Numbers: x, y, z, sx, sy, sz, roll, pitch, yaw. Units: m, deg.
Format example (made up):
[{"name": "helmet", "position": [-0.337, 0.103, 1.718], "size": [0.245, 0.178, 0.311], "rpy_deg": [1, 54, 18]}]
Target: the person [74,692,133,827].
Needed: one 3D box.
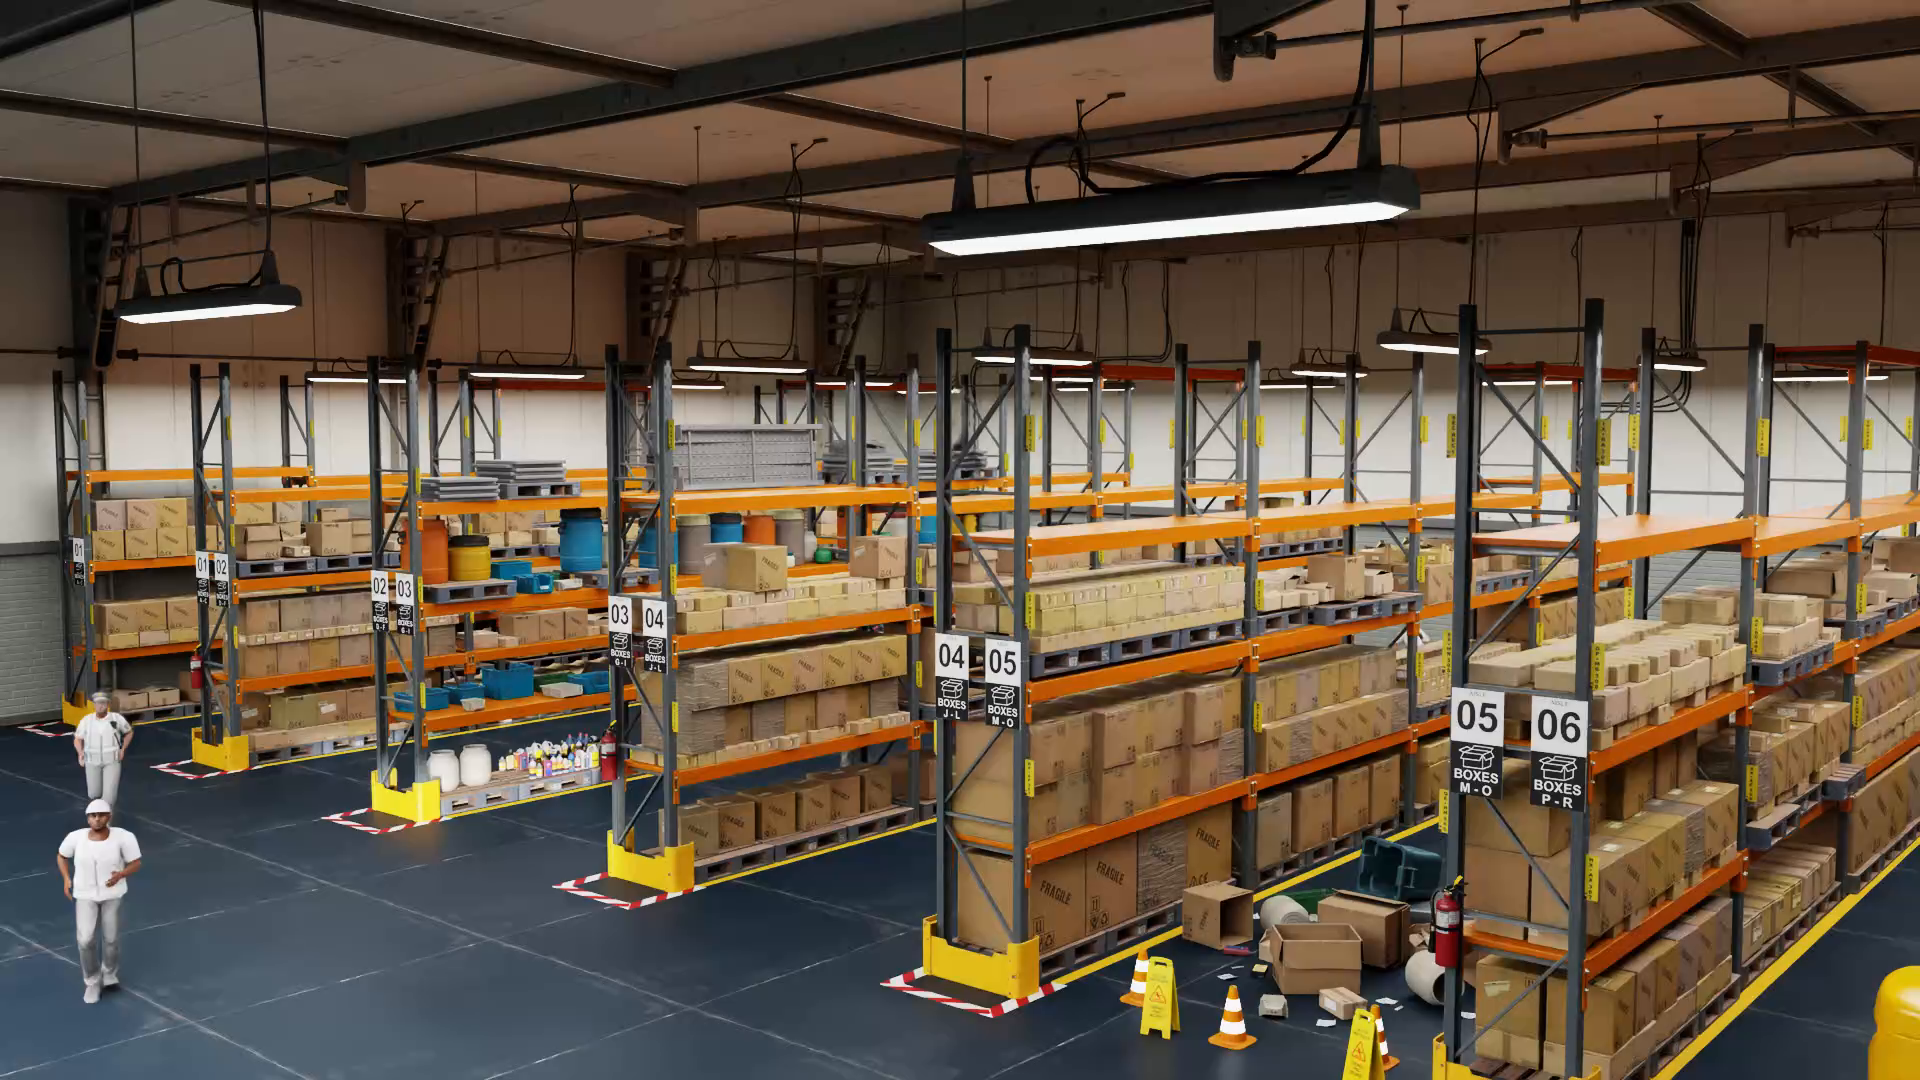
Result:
[{"name": "person", "position": [-10.839, 2.789, 21.057], "size": [0.670, 1.760, 0.672], "rpy_deg": [-2, 4, -23]}]

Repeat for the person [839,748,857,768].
[{"name": "person", "position": [-1.564, 2.574, 23.508], "size": [0.682, 1.768, 0.940], "rpy_deg": [2, 5, 27]}]

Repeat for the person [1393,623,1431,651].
[{"name": "person", "position": [8.128, 2.193, 29.755], "size": [0.659, 1.648, 0.840], "rpy_deg": [0, 4, 0]}]

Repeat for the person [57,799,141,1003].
[{"name": "person", "position": [-7.709, 3.231, 14.902], "size": [0.685, 1.829, 0.653], "rpy_deg": [-2, 4, -23]}]
